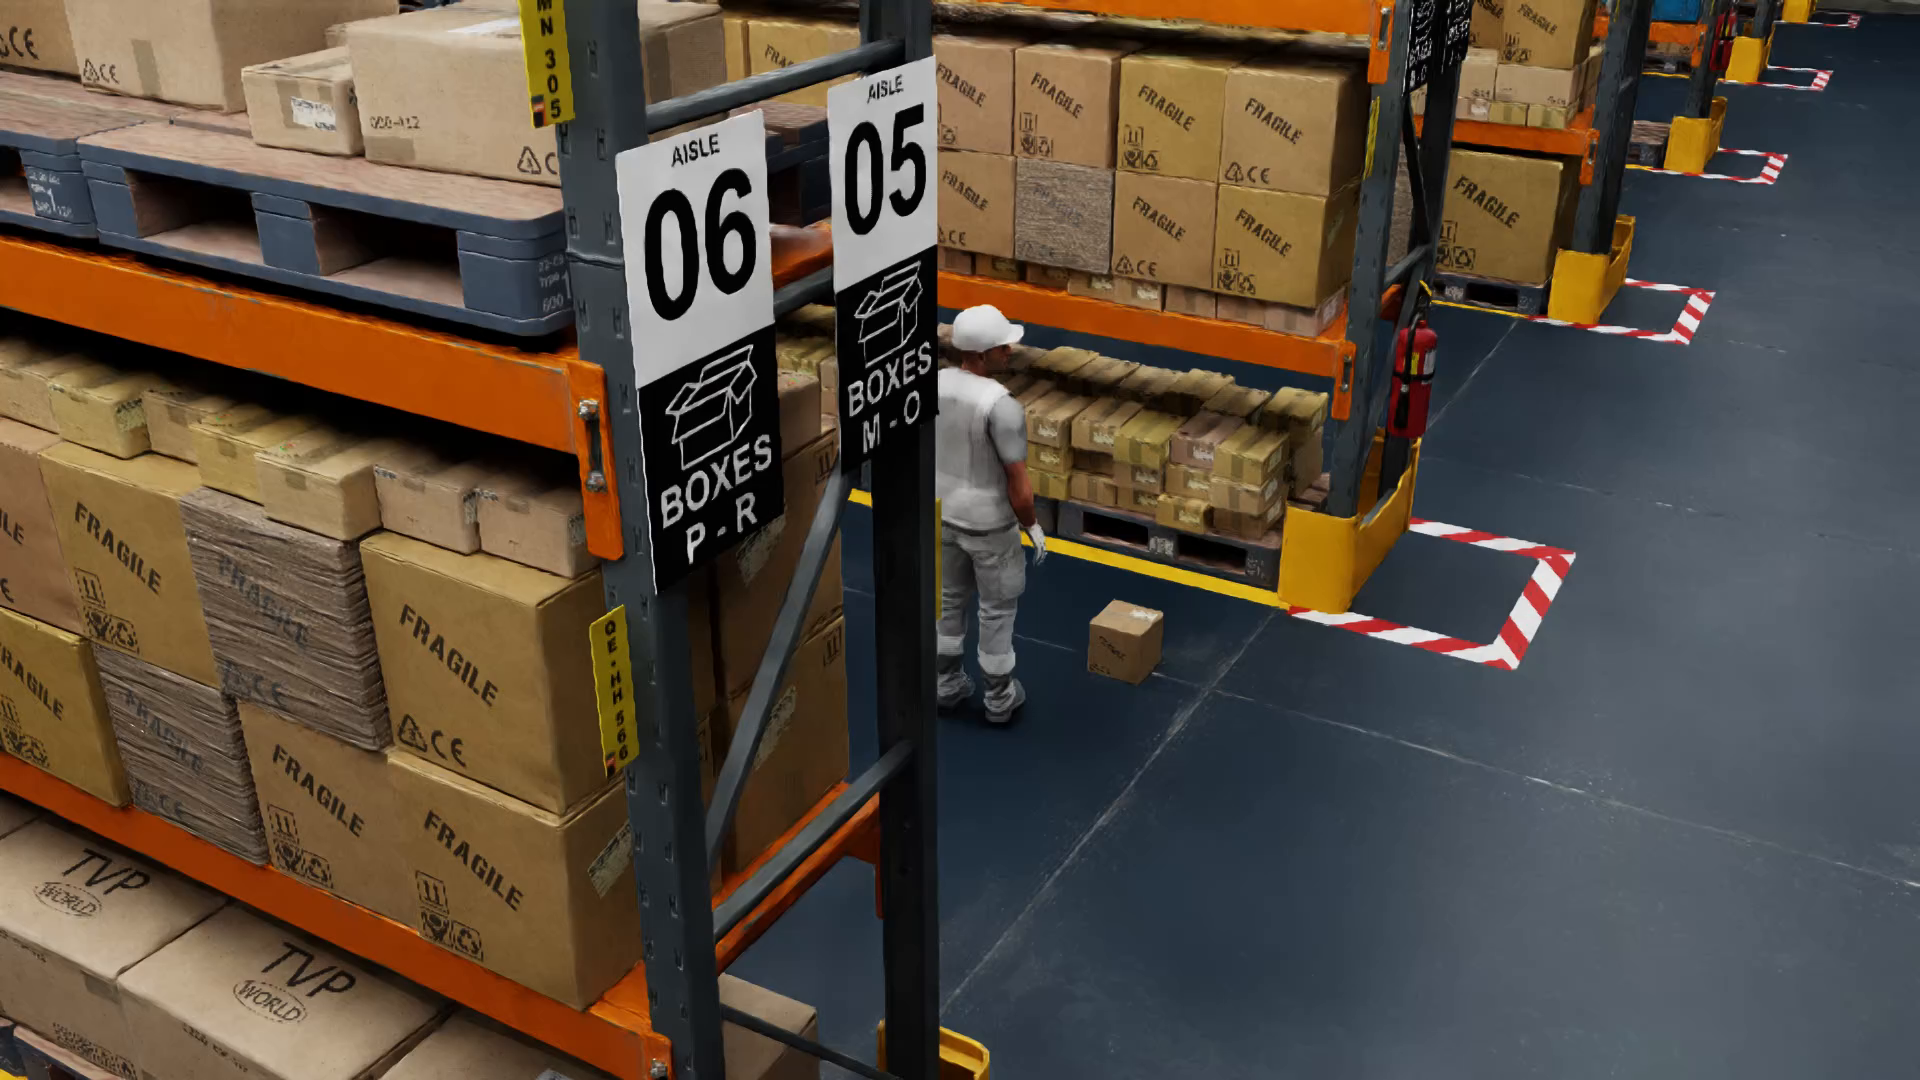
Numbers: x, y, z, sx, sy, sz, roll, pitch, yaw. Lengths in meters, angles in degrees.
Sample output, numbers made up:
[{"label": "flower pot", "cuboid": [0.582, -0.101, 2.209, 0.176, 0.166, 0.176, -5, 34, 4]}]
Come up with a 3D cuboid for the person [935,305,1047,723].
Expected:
[{"label": "person", "cuboid": [0.101, -0.082, 6.730, 0.599, 1.825, 0.408, 23, 34, 38]}]
